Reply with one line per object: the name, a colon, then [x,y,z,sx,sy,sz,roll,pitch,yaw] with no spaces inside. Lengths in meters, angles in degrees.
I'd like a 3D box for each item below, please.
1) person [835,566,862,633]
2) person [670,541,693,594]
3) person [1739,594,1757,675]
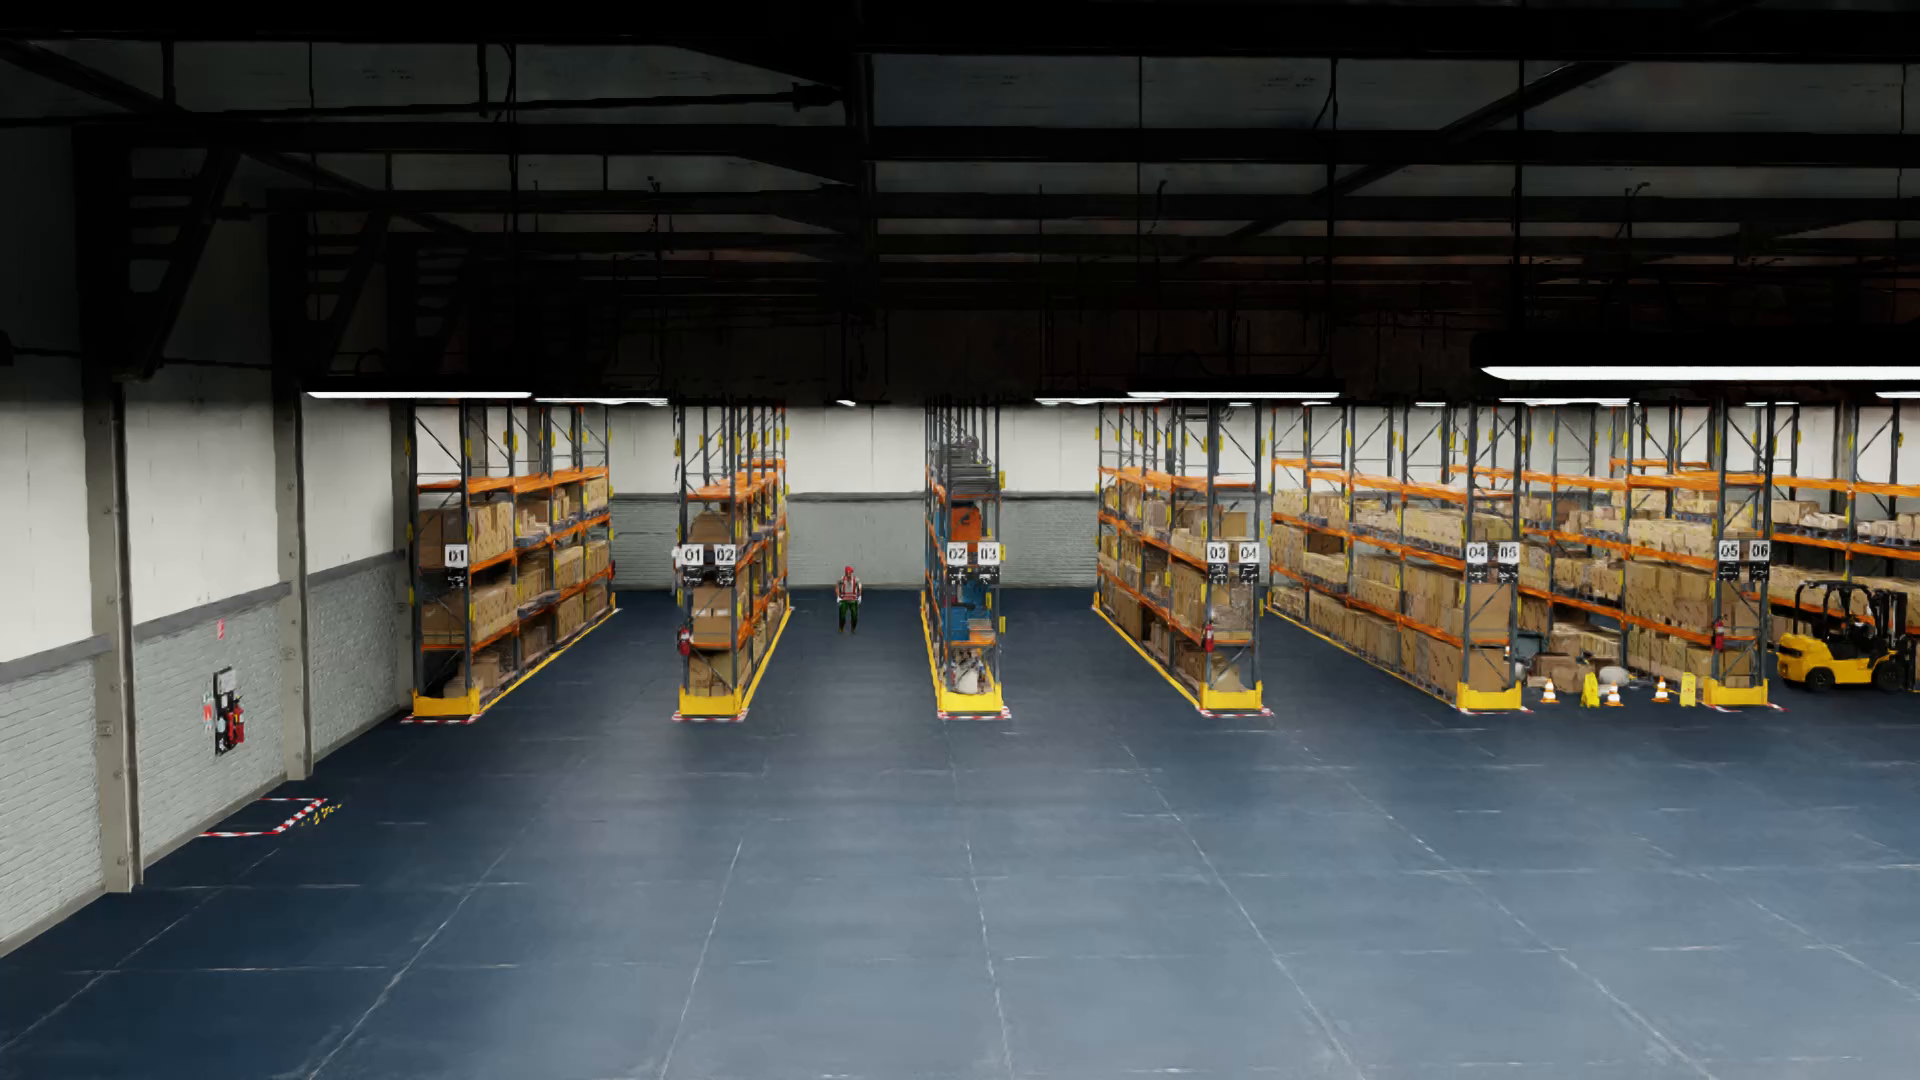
person: [-2.835,1.516,42.366,0.677,1.742,0.552,0,5,-4]
person: [-8.575,0.785,51.260,0.569,1.754,0.740,3,6,36]
person: [16.898,2.016,35.840,0.584,1.723,0.654,2,5,28]
